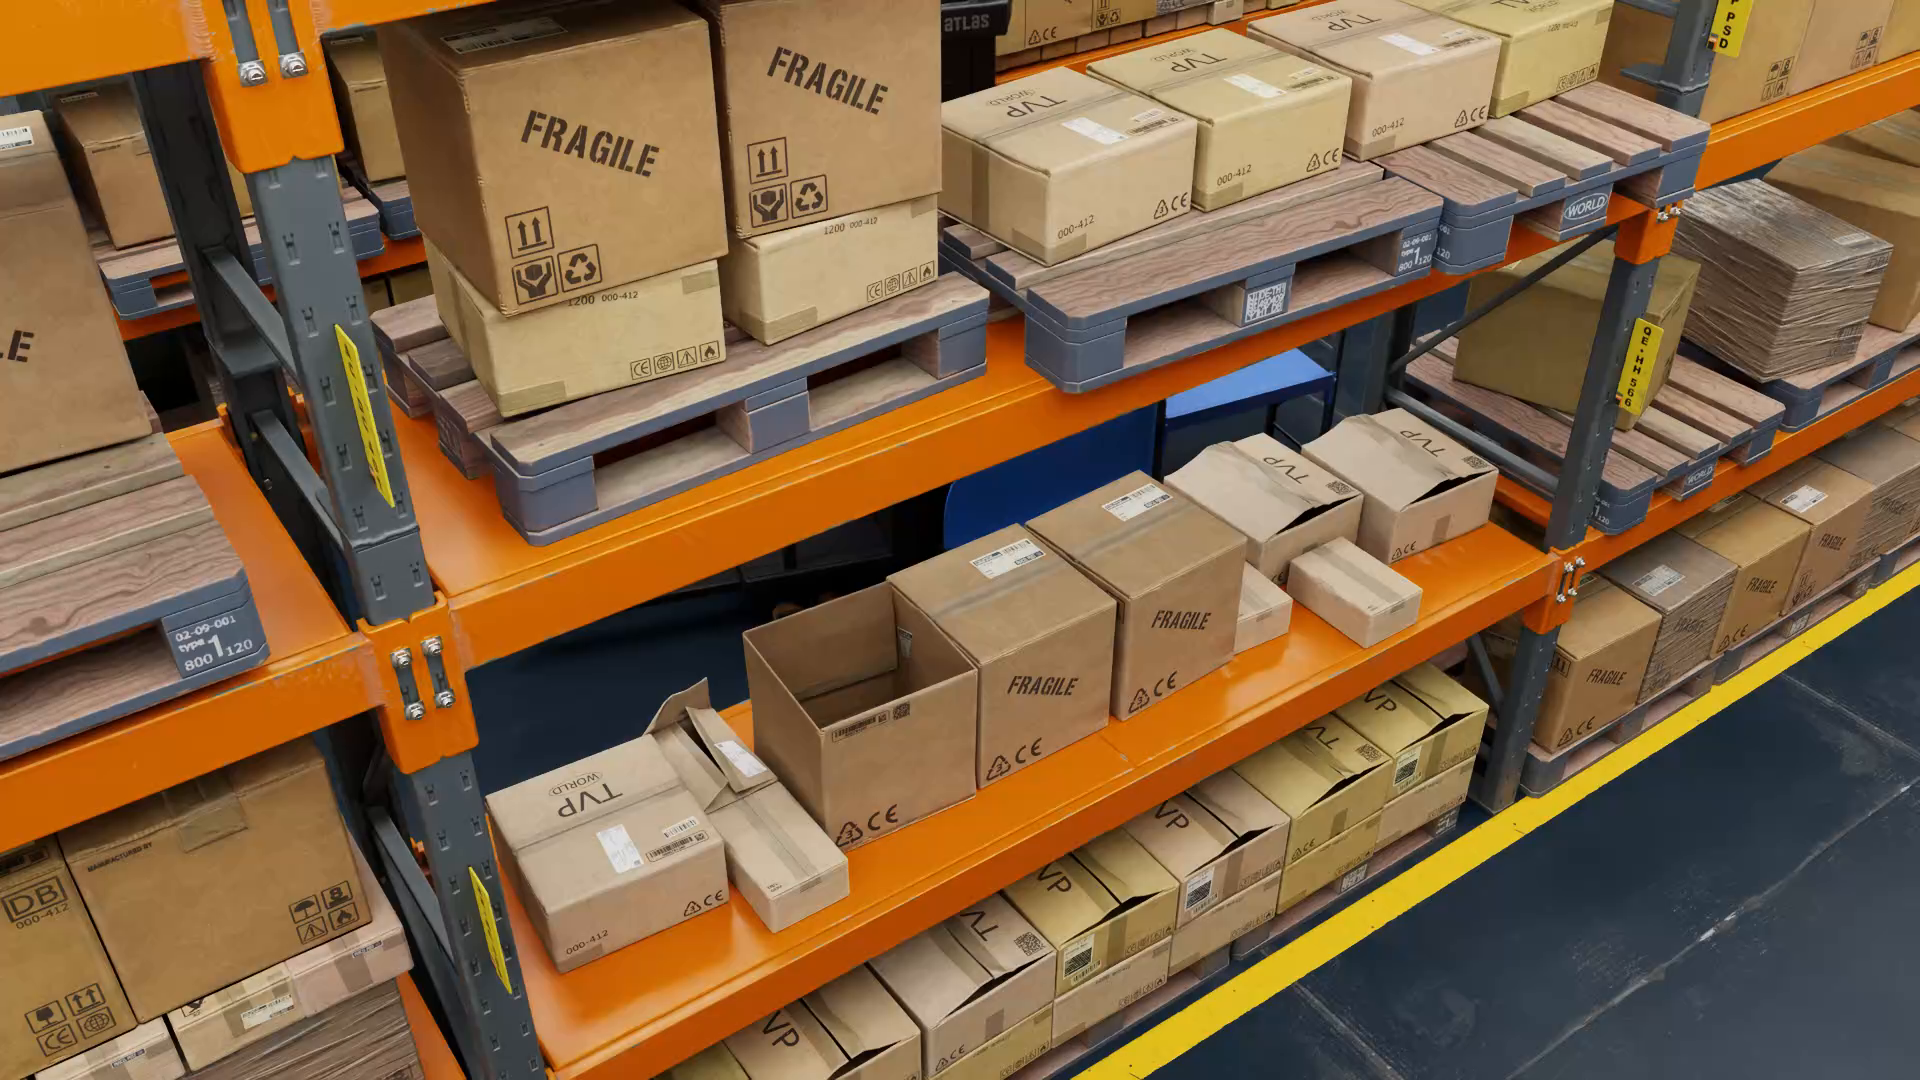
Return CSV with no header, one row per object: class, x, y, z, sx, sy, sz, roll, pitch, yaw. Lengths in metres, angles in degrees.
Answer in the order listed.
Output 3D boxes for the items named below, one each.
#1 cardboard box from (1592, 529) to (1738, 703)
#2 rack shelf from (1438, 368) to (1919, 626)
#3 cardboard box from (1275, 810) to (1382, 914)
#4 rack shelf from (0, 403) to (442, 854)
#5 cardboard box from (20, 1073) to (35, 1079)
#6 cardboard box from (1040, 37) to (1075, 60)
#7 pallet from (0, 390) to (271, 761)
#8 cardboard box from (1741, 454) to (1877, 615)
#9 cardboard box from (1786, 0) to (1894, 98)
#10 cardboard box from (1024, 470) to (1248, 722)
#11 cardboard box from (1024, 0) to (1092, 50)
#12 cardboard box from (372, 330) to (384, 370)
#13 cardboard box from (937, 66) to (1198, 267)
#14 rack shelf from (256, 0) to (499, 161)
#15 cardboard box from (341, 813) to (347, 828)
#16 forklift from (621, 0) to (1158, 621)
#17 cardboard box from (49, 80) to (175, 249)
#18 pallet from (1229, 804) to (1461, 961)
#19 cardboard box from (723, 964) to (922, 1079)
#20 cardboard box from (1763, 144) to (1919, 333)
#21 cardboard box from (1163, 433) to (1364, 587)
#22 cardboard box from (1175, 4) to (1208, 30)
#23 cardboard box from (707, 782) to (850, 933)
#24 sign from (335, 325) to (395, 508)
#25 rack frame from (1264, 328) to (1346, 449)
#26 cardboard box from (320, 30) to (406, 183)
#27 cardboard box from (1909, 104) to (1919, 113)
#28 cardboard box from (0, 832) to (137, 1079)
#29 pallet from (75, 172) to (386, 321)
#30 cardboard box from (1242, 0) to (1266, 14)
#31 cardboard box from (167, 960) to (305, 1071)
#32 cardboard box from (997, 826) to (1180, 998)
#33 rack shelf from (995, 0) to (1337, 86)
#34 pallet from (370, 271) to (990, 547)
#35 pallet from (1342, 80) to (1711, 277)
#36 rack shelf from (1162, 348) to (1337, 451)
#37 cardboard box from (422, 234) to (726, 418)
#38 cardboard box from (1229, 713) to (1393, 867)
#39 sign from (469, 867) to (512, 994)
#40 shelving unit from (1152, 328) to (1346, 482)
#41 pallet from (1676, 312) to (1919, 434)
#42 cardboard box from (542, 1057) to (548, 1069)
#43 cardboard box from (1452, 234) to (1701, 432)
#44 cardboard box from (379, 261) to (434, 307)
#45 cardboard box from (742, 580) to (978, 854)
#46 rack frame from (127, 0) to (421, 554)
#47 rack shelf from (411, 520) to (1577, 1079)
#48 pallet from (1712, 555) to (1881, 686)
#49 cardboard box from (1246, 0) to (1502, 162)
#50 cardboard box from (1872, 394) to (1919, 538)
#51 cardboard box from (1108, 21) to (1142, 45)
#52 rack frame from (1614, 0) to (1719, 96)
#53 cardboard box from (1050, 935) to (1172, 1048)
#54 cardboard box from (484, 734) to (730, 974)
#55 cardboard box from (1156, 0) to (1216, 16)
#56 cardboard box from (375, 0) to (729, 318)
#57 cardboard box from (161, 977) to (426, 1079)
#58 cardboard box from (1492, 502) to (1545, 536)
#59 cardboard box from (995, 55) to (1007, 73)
cardboard box,2.874,0.278,7.058,0.500,0.500,0.500,-24,42,-29
rack shelf,3.547,-0.743,7.330,4.000,0.370,1.077,-22,41,-28
cardboard box,1.204,1.052,6.214,0.500,0.250,0.500,-23,42,-28
rack shelf,-2.992,0.730,2.713,4.000,0.370,1.077,-22,41,-28
cardboard box,-2.086,1.133,3.464,0.250,0.149,0.380,-22,41,-28
cardboard box,0.494,-3.078,10.158,0.250,0.149,0.380,-22,41,-27
pallet,-2.039,0.101,3.048,1.213,0.211,1.003,-22,41,-28
cardboard box,3.710,-0.066,7.537,0.500,0.500,0.500,-24,42,-29
cardboard box,2.667,-1.955,5.745,0.500,0.500,0.910,-22,41,-28
cardboard box,0.550,0.169,5.360,0.500,0.500,0.500,-25,42,-30
cardboard box,0.440,-3.274,9.876,0.500,0.500,0.500,-23,41,-28
cardboard box,-3.228,-0.997,8.831,0.500,0.500,0.700,-23,42,-29
cardboard box,0.241,-0.958,4.213,0.500,0.250,0.500,-26,43,-32
rack shelf,0.278,-1.671,3.825,4.000,0.370,1.077,-22,41,-28
cardboard box,-1.688,0.677,4.098,0.250,0.149,0.380,-22,41,-28
forklift,-0.656,-1.096,7.263,3.031,2.935,1.130,-10,37,-14
cardboard box,-3.778,-1.754,7.657,0.500,0.500,0.700,-22,41,-28
pallet,1.217,1.028,6.640,1.213,0.211,1.003,-22,41,-28
cardboard box,-0.464,1.515,5.089,0.500,0.311,0.500,-23,42,-28
cardboard box,3.774,-1.295,7.036,0.700,0.500,0.500,26,43,32
cardboard box,1.070,-0.118,5.921,0.500,0.311,0.500,-23,42,-28
cardboard box,1.362,-3.399,10.605,0.250,0.149,0.380,-22,41,-28
cardboard box,-0.515,0.885,4.666,0.250,0.149,0.380,-22,41,-28
sign,-1.036,-0.212,2.897,0.005,0.325,0.100,-22,41,-28
rack frame,1.772,-1.043,8.416,0.032,1.500,0.500,-16,39,-21
cardboard box,-2.797,-2.175,8.243,0.500,0.500,0.700,-17,39,-22
cardboard box,4.666,-1.866,7.831,0.700,0.500,0.500,22,41,28
cardboard box,-2.128,0.739,3.457,0.500,0.500,0.700,-22,41,-28
pallet,-3.505,-1.490,7.916,1.213,0.211,1.003,-22,41,-28
cardboard box,1.782,-3.566,10.838,0.250,0.149,0.380,-21,41,-27
cardboard box,-1.659,0.955,3.712,0.250,0.149,0.380,-23,42,-29
cardboard box,0.380,1.163,5.578,0.500,0.311,0.500,-21,41,-27
rack shelf,0.691,-3.106,10.616,4.000,0.370,1.077,-22,41,-28
pallet,-0.644,-0.460,3.915,1.217,0.209,0.805,-24,42,-30
pallet,1.409,-1.232,4.987,1.003,0.211,1.213,-20,40,-26
rack shelf,1.315,-0.768,8.341,1.000,0.185,0.538,-16,39,-21
cardboard box,-0.848,-0.547,3.641,0.500,0.250,0.500,-18,39,-23
cardboard box,1.205,0.827,6.045,0.500,0.311,0.500,-23,42,-29
sign,-1.036,0.864,3.671,0.005,0.325,0.100,-22,41,-28
shelving unit,1.315,-0.914,8.236,1.048,1.500,0.538,-16,39,-21
pallet,3.499,-0.941,7.153,1.213,0.211,1.003,-22,41,-28
cardboard box,-1.191,1.428,5.210,0.500,0.311,0.500,-22,41,-28
cardboard box,2.362,-0.839,6.402,0.700,0.500,0.500,23,41,28
cardboard box,-2.841,-1.430,8.791,0.500,0.250,0.500,-24,42,-29
cardboard box,-0.289,0.515,4.880,0.500,0.500,0.500,-19,40,-25
rack frame,-1.357,-1.452,2.562,0.127,3.000,1.000,-22,41,-28
rack shelf,0.278,0.602,5.459,4.000,0.370,1.077,-22,41,-28
pallet,3.541,0.129,7.890,1.213,0.211,1.003,-22,41,-28
cardboard box,1.156,-1.325,4.723,0.500,0.250,0.500,-21,41,-27
cardboard box,4.535,-0.407,8.010,0.500,0.500,0.500,-22,41,-28
cardboard box,0.925,-3.238,10.381,0.250,0.149,0.380,-21,41,-27
rack frame,1.912,-2.798,4.433,0.127,3.000,1.000,-22,41,-28
cardboard box,0.372,1.394,5.738,0.500,0.250,0.500,-22,41,-27
cardboard box,-0.980,0.858,4.617,0.500,0.250,0.500,-20,40,-25
cardboard box,1.266,-3.623,10.361,0.500,0.500,0.500,-22,41,-28
cardboard box,-0.830,-0.837,3.403,0.500,0.500,0.500,-22,41,-27
cardboard box,-1.716,1.095,4.073,0.500,0.500,0.700,-24,42,-29
cardboard box,2.585,-0.278,7.190,0.500,0.250,0.500,-21,41,-26
cardboard box,0.070,-2.905,9.918,0.250,0.149,0.380,-23,42,-28
